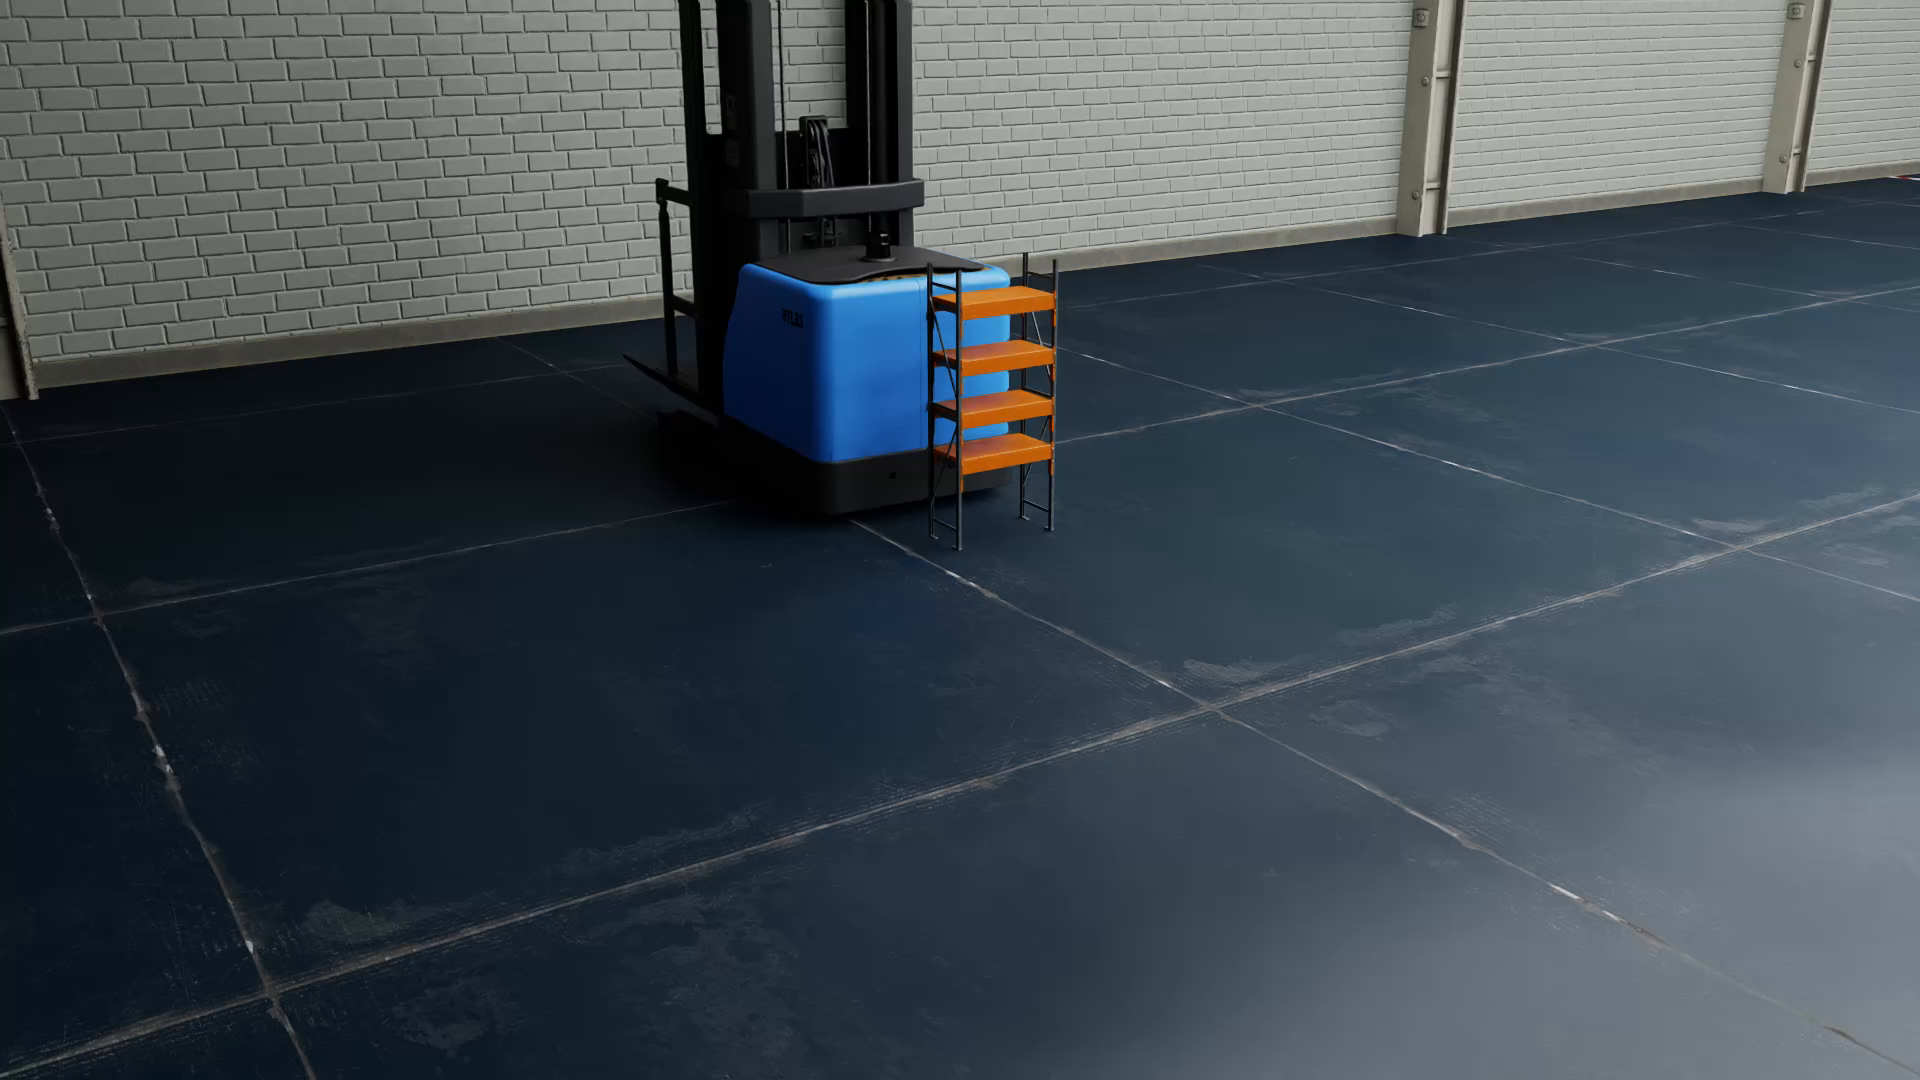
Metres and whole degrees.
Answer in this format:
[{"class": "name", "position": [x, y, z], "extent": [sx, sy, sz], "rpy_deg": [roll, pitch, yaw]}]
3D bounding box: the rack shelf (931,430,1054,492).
[{"class": "rack shelf", "position": [0.138, -0.346, 7.224], "extent": [0.480, 0.148, 0.258], "rpy_deg": [-12, 22, -31]}]

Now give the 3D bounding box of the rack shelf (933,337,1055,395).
[{"class": "rack shelf", "position": [0.138, -0.746, 7.089], "extent": [0.480, 0.148, 0.258], "rpy_deg": [-12, 22, -31]}]

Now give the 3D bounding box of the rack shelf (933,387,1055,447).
[{"class": "rack shelf", "position": [0.138, -0.534, 7.160], "extent": [0.480, 0.148, 0.258], "rpy_deg": [-12, 22, -31]}]

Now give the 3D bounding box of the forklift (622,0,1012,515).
[{"class": "forklift", "position": [-0.938, -1.920, 8.347], "extent": [1.130, 2.935, 3.031], "rpy_deg": [-11, 21, -29]}]

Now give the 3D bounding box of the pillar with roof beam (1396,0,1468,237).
[{"class": "pillar with roof beam", "position": [6.781, -6.053, 11.099], "extent": [0.400, 9.000, 9.100], "rpy_deg": [-12, 22, -31]}]

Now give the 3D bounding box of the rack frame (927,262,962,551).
[{"class": "rack frame", "position": [-0.066, -0.555, 7.012], "extent": [0.015, 1.200, 0.240], "rpy_deg": [-12, 22, -31]}]

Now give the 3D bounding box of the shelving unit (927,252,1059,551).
[{"class": "shelving unit", "position": [0.138, -0.598, 7.139], "extent": [0.503, 1.200, 0.258], "rpy_deg": [-12, 22, -31]}]

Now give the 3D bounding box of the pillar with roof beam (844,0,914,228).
[{"class": "pillar with roof beam", "position": [1.770, -4.996, 7.973], "extent": [0.400, 9.000, 9.100], "rpy_deg": [-12, 22, -31]}]

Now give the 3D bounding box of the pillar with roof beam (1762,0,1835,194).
[{"class": "pillar with roof beam", "position": [11.792, -7.110, 14.225], "extent": [0.400, 9.000, 9.100], "rpy_deg": [-12, 22, -31]}]

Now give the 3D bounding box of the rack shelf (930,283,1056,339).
[{"class": "rack shelf", "position": [0.138, -0.970, 7.013], "extent": [0.480, 0.148, 0.258], "rpy_deg": [-12, 22, -31]}]

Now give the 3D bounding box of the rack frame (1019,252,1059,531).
[{"class": "rack frame", "position": [0.342, -0.641, 7.266], "extent": [0.015, 1.200, 0.240], "rpy_deg": [-12, 22, -31]}]

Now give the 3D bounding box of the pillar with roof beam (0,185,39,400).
[{"class": "pillar with roof beam", "position": [-3.241, -3.939, 4.847], "extent": [0.400, 9.000, 9.100], "rpy_deg": [-12, 22, -31]}]
